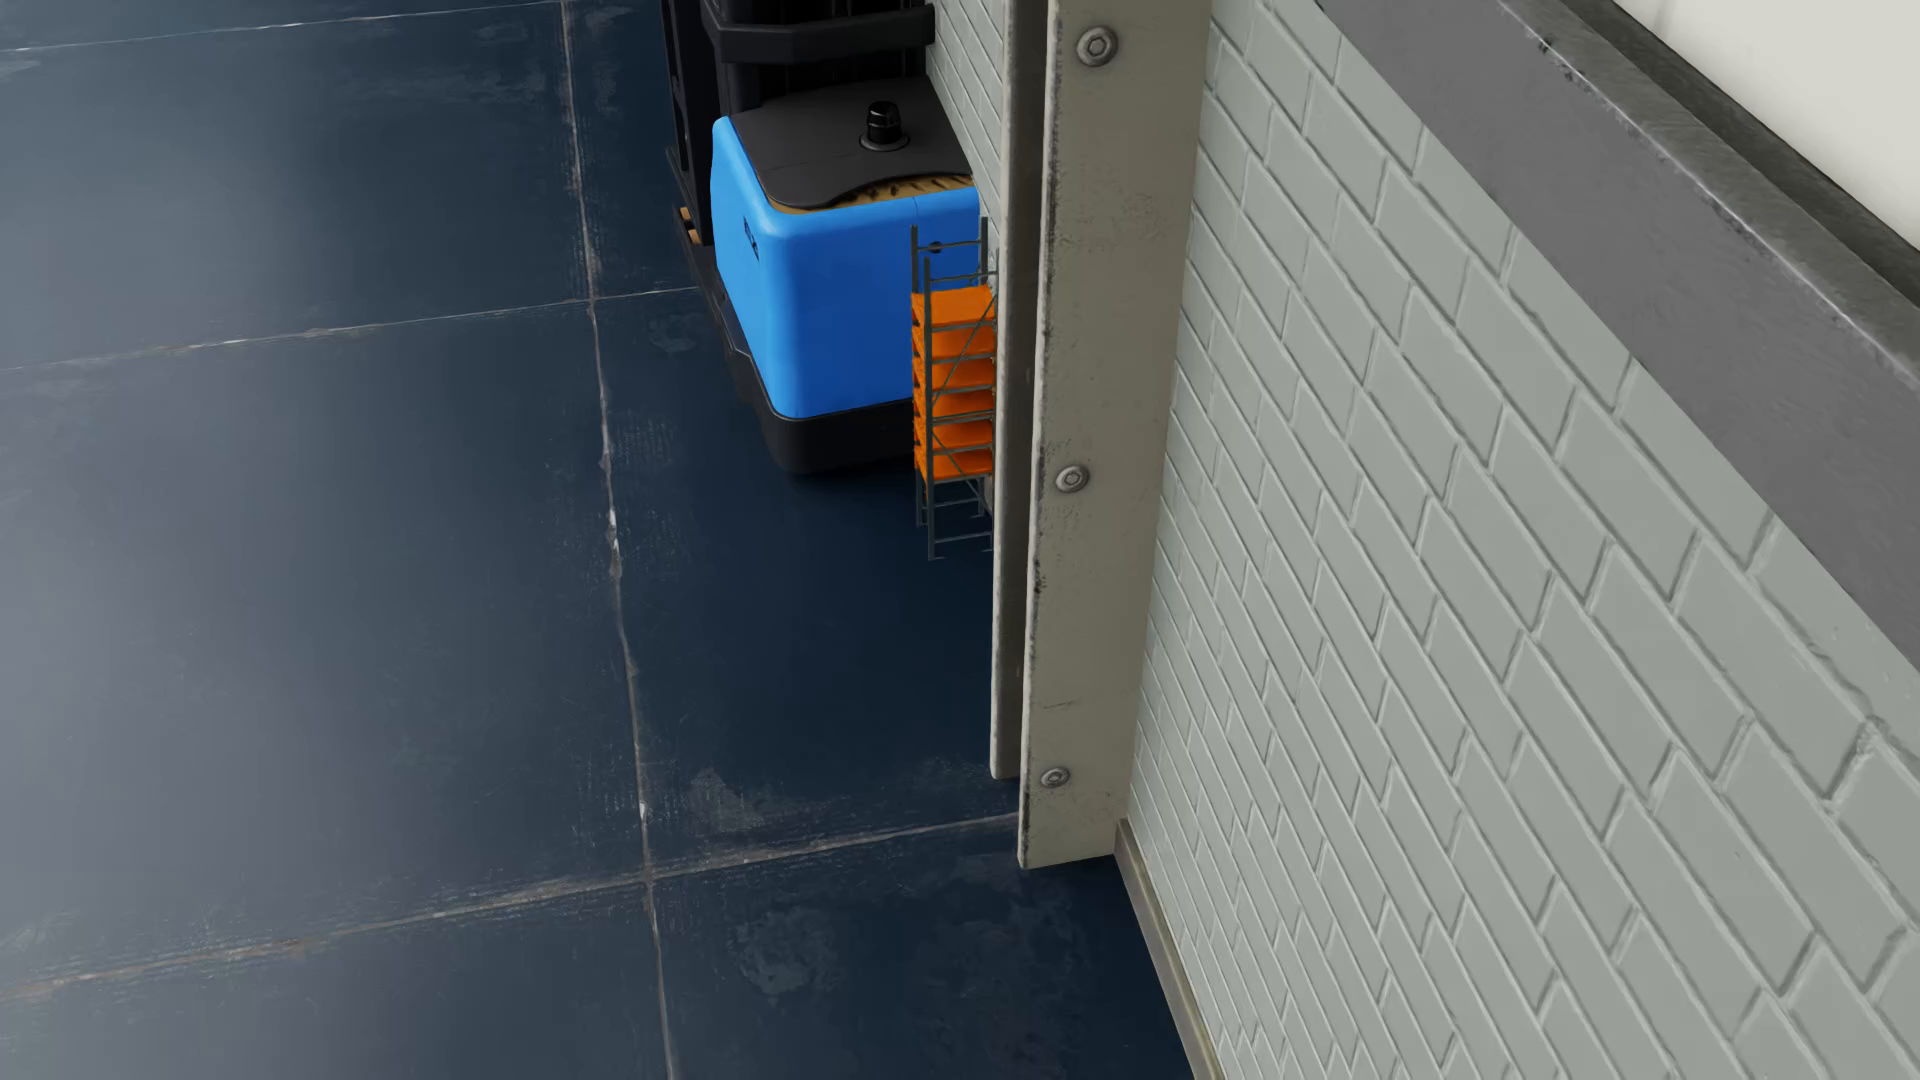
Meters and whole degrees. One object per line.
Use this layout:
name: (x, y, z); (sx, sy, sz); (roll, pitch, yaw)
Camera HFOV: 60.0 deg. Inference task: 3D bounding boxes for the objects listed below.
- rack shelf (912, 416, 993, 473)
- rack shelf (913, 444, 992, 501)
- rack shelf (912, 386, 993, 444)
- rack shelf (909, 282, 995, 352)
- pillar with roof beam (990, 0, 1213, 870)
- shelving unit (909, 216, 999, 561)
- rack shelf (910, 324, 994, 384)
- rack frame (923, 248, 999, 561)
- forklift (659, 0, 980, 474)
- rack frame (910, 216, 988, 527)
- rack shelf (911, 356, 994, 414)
rack shelf: (-0.011, -0.332, 5.468); (0.258, 0.103, 0.180); (-9, 42, -10)
rack shelf: (-0.011, -0.242, 5.548); (0.258, 0.103, 0.180); (-9, 42, -10)
rack shelf: (-0.011, -0.422, 5.388); (0.258, 0.103, 0.180); (-9, 42, -10)
rack shelf: (-0.011, -0.691, 5.150); (0.258, 0.103, 0.180); (-9, 42, -10)
pillar with roof beam: (-3.922, -1.967, 1.187); (9.100, 9.000, 0.400); (-8, 42, -9)
shelving unit: (-0.011, -0.455, 5.359); (0.258, 1.200, 0.189); (-9, 42, -10)
rack shelf: (-0.011, -0.602, 5.229); (0.258, 0.103, 0.180); (-9, 42, -10)
rack frame: (0.010, -0.396, 5.292); (0.240, 1.200, 0.006); (-9, 42, -10)
forklift: (-0.600, -2.320, 6.156); (1.130, 2.935, 3.031); (-12, 43, -13)
rack frame: (-0.033, -0.514, 5.426); (0.240, 1.200, 0.006); (-9, 42, -10)
rack shelf: (-0.011, -0.512, 5.309); (0.258, 0.103, 0.180); (-9, 42, -10)
